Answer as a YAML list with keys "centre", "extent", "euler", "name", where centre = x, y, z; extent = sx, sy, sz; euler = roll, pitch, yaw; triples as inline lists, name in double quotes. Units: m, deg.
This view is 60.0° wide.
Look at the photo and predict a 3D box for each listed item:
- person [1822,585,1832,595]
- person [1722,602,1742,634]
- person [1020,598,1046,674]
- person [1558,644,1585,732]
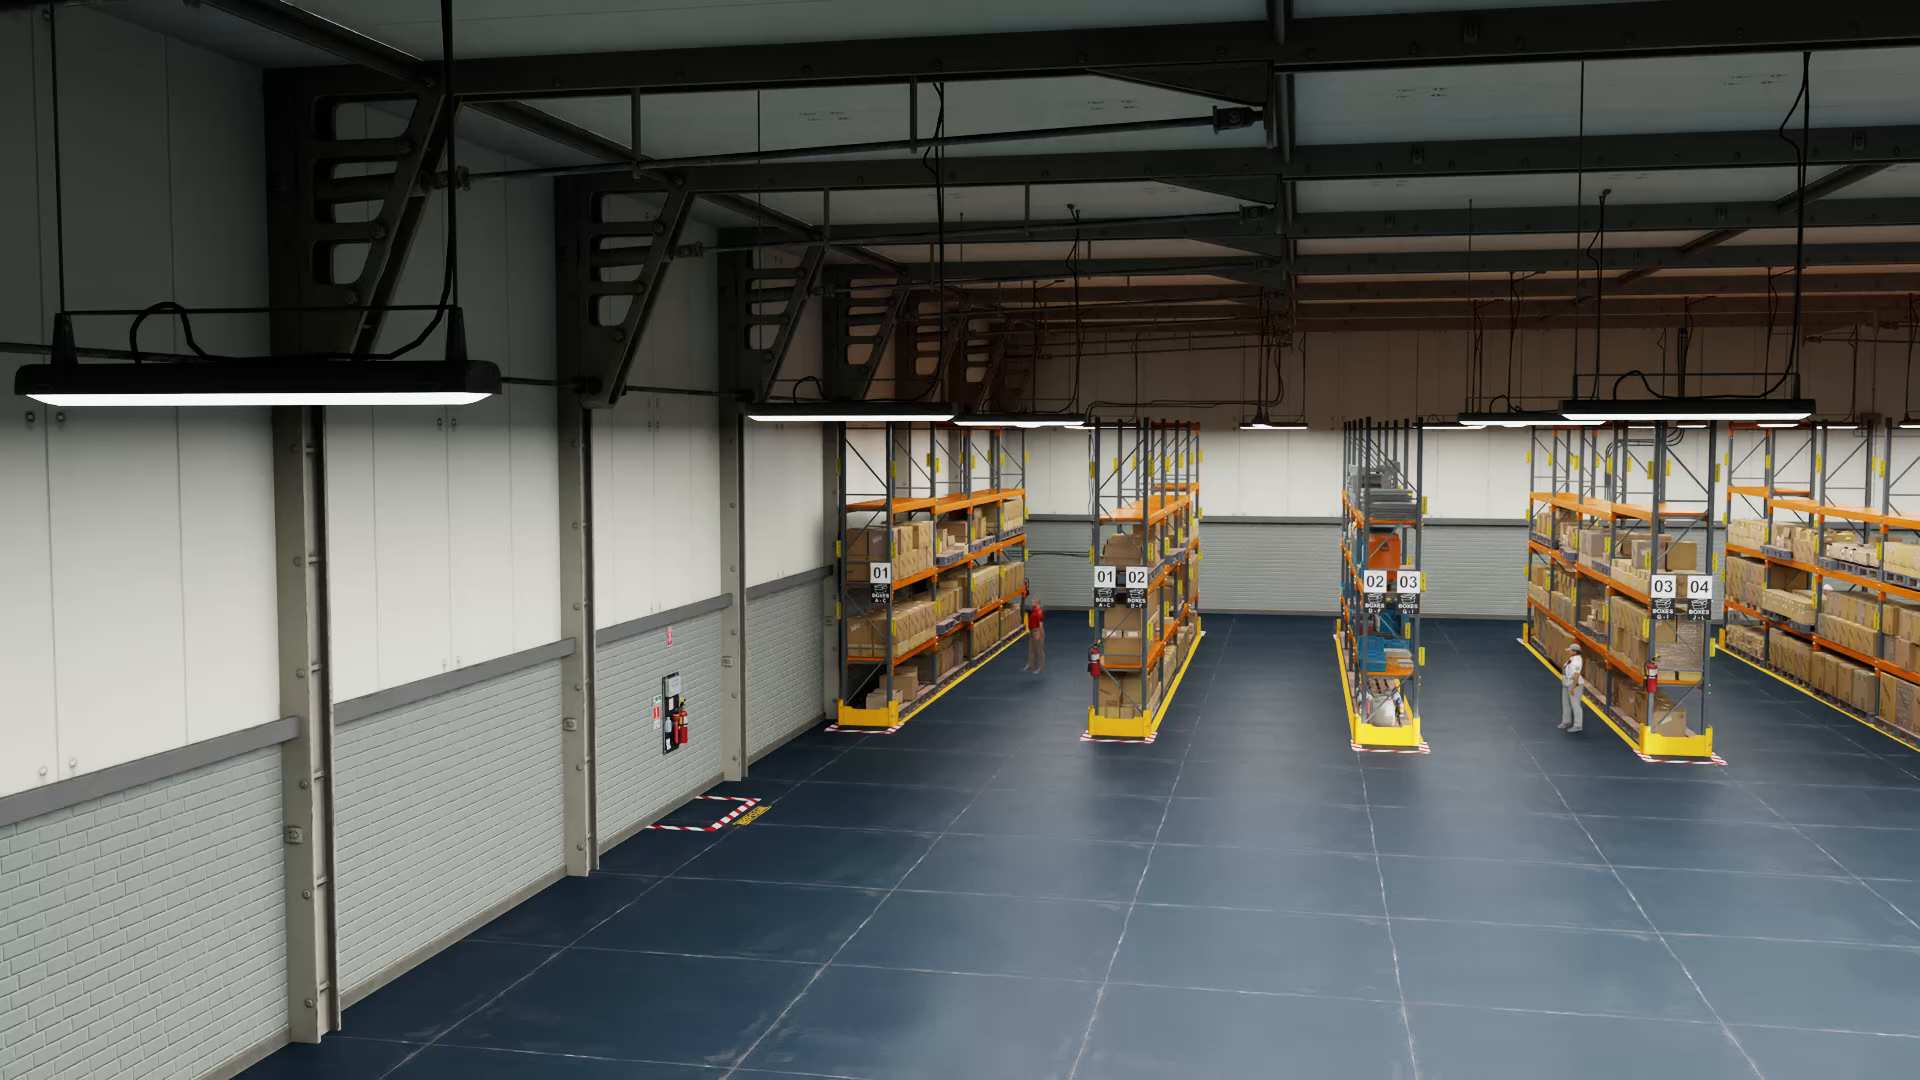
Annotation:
- centre: [22.360, 2.047, 42.978]
  extent: [0.425, 1.793, 0.563]
  euler: [2, 4, 33]
  name: "person"
- centre: [20.981, 1.963, 45.102]
  extent: [0.582, 1.666, 0.366]
  euler: [2, 4, 23]
  name: "person"
- centre: [1.696, 2.217, 38.523]
  extent: [0.560, 1.746, 0.572]
  euler: [-1, 4, -10]
  name: "person"
- centre: [11.773, 2.819, 31.989]
  extent: [0.428, 1.664, 0.537]
  euler: [0, 4, -4]
  name: "person"
